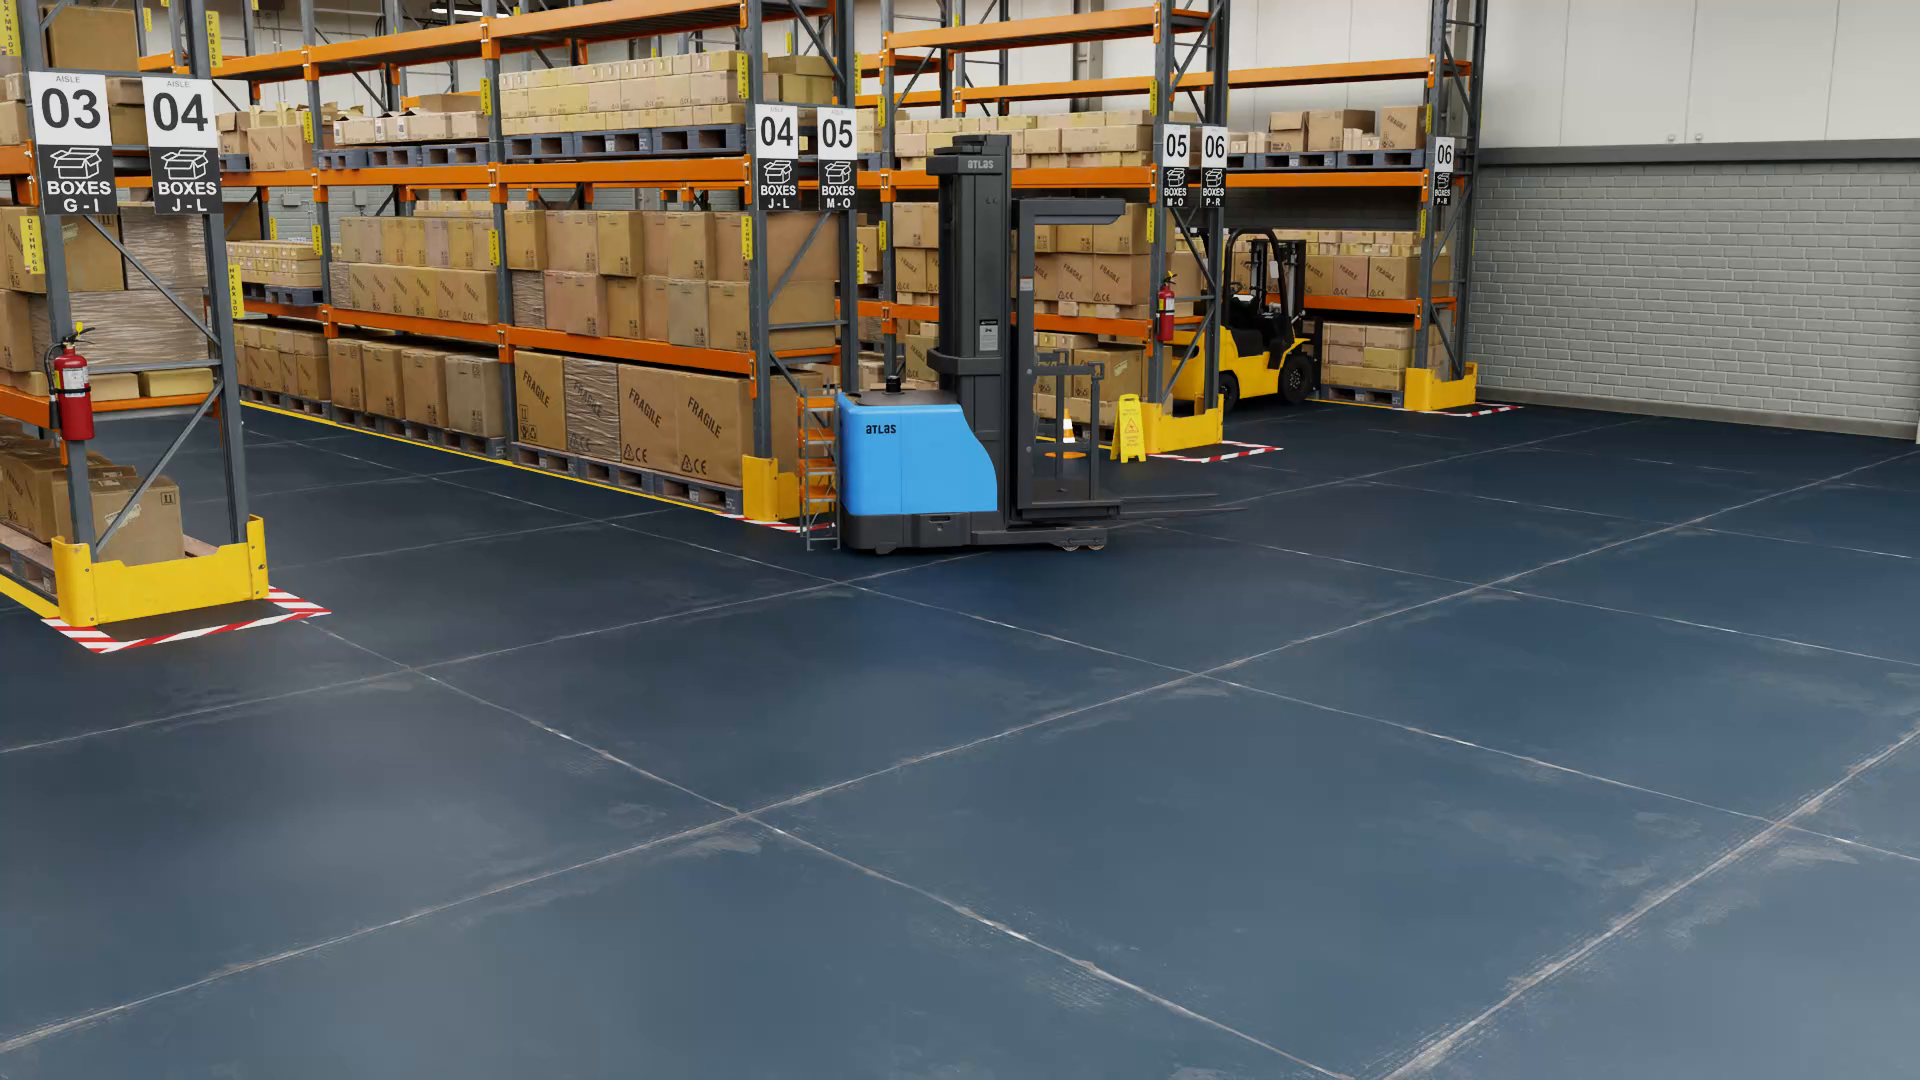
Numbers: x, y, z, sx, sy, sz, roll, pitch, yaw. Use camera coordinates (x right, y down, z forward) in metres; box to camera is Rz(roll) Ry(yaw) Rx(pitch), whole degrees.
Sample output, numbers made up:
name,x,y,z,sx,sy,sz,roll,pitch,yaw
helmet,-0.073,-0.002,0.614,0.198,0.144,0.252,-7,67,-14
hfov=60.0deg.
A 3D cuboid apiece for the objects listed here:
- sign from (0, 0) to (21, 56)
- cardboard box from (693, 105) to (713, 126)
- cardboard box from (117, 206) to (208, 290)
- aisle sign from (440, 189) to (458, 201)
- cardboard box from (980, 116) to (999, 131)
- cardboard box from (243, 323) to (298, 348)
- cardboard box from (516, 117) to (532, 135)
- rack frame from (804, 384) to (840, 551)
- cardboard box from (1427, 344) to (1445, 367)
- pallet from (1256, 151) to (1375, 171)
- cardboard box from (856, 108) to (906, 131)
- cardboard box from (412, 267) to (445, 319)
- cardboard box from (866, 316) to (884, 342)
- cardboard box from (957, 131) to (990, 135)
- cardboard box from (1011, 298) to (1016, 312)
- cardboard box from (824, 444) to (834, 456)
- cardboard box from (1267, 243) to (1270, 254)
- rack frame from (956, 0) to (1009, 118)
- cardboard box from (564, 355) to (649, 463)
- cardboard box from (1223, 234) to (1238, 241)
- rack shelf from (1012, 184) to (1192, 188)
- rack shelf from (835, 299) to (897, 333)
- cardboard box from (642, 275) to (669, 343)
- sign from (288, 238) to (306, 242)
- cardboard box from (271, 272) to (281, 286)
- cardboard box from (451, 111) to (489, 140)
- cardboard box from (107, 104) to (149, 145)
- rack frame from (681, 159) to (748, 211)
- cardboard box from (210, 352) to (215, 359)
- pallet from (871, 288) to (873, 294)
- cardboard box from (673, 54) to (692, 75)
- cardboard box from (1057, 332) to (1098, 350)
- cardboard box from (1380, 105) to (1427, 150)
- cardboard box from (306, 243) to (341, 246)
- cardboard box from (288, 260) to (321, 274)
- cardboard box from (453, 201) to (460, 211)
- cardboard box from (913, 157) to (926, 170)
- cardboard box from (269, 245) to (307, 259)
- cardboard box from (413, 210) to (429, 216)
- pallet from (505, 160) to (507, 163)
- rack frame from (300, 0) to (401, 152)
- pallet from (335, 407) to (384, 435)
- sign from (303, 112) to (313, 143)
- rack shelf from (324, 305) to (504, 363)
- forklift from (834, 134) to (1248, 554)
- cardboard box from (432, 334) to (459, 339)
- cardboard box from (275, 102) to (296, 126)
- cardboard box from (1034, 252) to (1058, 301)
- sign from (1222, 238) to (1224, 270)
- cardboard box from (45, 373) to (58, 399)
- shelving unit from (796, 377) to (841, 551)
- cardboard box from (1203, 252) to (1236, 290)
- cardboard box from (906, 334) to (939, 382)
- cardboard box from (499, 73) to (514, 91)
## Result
name,x,y,z,sx,sy,sz,roll,pitch,yaw
sign,-5.308,-2.869,9.274,0.100,0.325,0.005,-11,16,-43
cardboard box,-1.884,-3.356,13.166,0.380,0.149,0.250,-11,16,-42
cardboard box,-5.076,-1.843,10.460,0.500,0.500,0.500,-11,16,-43
aisle sign,-8.600,-6.083,28.062,0.394,0.787,0.004,-11,16,-43
cardboard box,0.433,-4.468,17.876,0.380,0.149,0.250,-11,16,-43
cardboard box,-8.485,-2.520,20.503,0.500,0.250,0.500,-10,15,-40
cardboard box,-3.812,-3.763,15.144,0.380,0.149,0.250,-11,16,-42
rack frame,-0.990,-0.515,11.939,0.240,1.200,0.015,-2,12,-11
cardboard box,5.687,-2.315,20.748,0.500,0.250,0.500,-11,16,-42
pallet,4.546,-4.824,21.179,1.003,0.211,1.213,-11,16,-43
cardboard box,-0.980,-4.918,19.507,0.500,0.250,0.500,-10,16,-41
cardboard box,-5.250,-2.536,17.038,0.500,0.500,0.500,-11,16,-42
cardboard box,-1.184,-3.518,27.206,0.500,0.500,0.500,11,16,43
cardboard box,0.317,-4.295,18.026,0.500,0.250,0.500,-11,16,-42
cardboard box,0.568,-2.570,18.076,0.380,0.149,0.250,-11,16,-43
cardboard box,-1.479,-0.967,16.448,0.396,0.266,0.258,-8,14,-33
cardboard box,3.992,-3.790,21.518,0.250,0.149,0.380,11,16,43
rack frame,0.337,-7.219,25.151,1.000,3.000,0.127,-11,16,-43
cardboard box,-2.989,-1.233,15.187,0.875,0.875,0.875,-11,16,-42
cardboard box,3.637,-4.008,21.840,0.380,0.149,0.250,-10,16,-41
rack shelf,1.718,-5.106,24.110,1.077,0.370,4.000,-11,16,-43
rack shelf,-1.869,-2.944,21.053,1.077,0.370,4.000,-11,16,-43
cardboard box,-2.216,-2.014,14.384,0.875,0.550,0.550,-11,16,-43
sign,-12.763,-5.710,32.026,0.327,0.218,0.001,-11,16,-43
cardboard box,-7.782,-3.049,19.358,0.380,0.149,0.250,-11,16,-42
cardboard box,-4.602,-4.032,16.196,0.500,0.250,0.500,-11,16,-42
cardboard box,-5.039,-2.542,10.255,0.500,0.250,0.500,-10,15,-41
rack frame,-3.250,-3.589,22.397,1.000,3.000,0.127,-11,16,-43
cardboard box,-9.970,-2.425,22.034,0.380,0.149,0.250,-10,16,-41
pallet,-1.854,-3.212,21.041,1.003,0.211,1.213,-11,16,-43
cardboard box,-2.062,-3.784,13.268,0.380,0.149,0.250,-11,16,-42
cardboard box,1.230,-2.090,17.429,0.380,0.149,0.250,-10,15,-41
cardboard box,5.380,-4.917,19.873,0.500,0.500,0.500,-10,15,-41
cardboard box,-7.664,-3.506,20.102,0.380,0.149,0.250,-10,15,-40
cardboard box,-7.431,-3.121,18.972,0.380,0.149,0.250,-10,16,-41
cardboard box,-7.845,-5.331,26.520,0.380,0.149,0.250,-11,16,-42
cardboard box,-0.311,-4.225,18.674,0.380,0.149,0.250,-11,16,-42
cardboard box,-7.783,-3.341,19.302,0.380,0.149,0.250,-10,15,-41
cardboard box,-8.649,-5.185,27.420,0.500,0.500,0.500,-11,16,-44
pallet,-6.570,-5.719,25.523,1.003,0.211,1.213,-11,16,-43
rack frame,-6.761,-5.822,18.372,1.000,3.000,0.127,-11,16,-43
pallet,-6.271,-1.393,18.649,1.003,0.211,1.213,-11,16,-43
sign,-7.154,-4.531,18.257,0.100,0.325,0.005,-11,16,-43
rack shelf,-5.379,-2.240,17.633,1.077,0.370,4.000,-11,16,-43
forklift,0.611,-1.460,12.233,3.031,2.935,1.130,-2,12,-11
cardboard box,-8.247,-3.625,27.880,0.875,0.438,0.875,11,16,43
cardboard box,-7.593,-4.873,19.051,0.396,0.266,0.258,-11,16,-43
cardboard box,1.015,-2.804,17.602,0.500,0.500,0.500,-11,16,-43
sign,2.667,-2.921,17.009,0.100,0.325,0.005,-11,16,-43
cardboard box,-5.411,-0.967,10.292,0.380,0.149,0.250,-11,16,-43
shelving unit,-1.037,-0.564,12.173,0.258,1.200,0.503,-2,12,-11
cardboard box,3.589,-3.571,22.064,0.500,0.500,0.500,-11,16,-42
cardboard box,-0.276,-2.107,19.122,0.500,0.500,0.500,-10,15,-40
cardboard box,-3.993,-4.191,15.245,0.380,0.149,0.250,-11,16,-42
